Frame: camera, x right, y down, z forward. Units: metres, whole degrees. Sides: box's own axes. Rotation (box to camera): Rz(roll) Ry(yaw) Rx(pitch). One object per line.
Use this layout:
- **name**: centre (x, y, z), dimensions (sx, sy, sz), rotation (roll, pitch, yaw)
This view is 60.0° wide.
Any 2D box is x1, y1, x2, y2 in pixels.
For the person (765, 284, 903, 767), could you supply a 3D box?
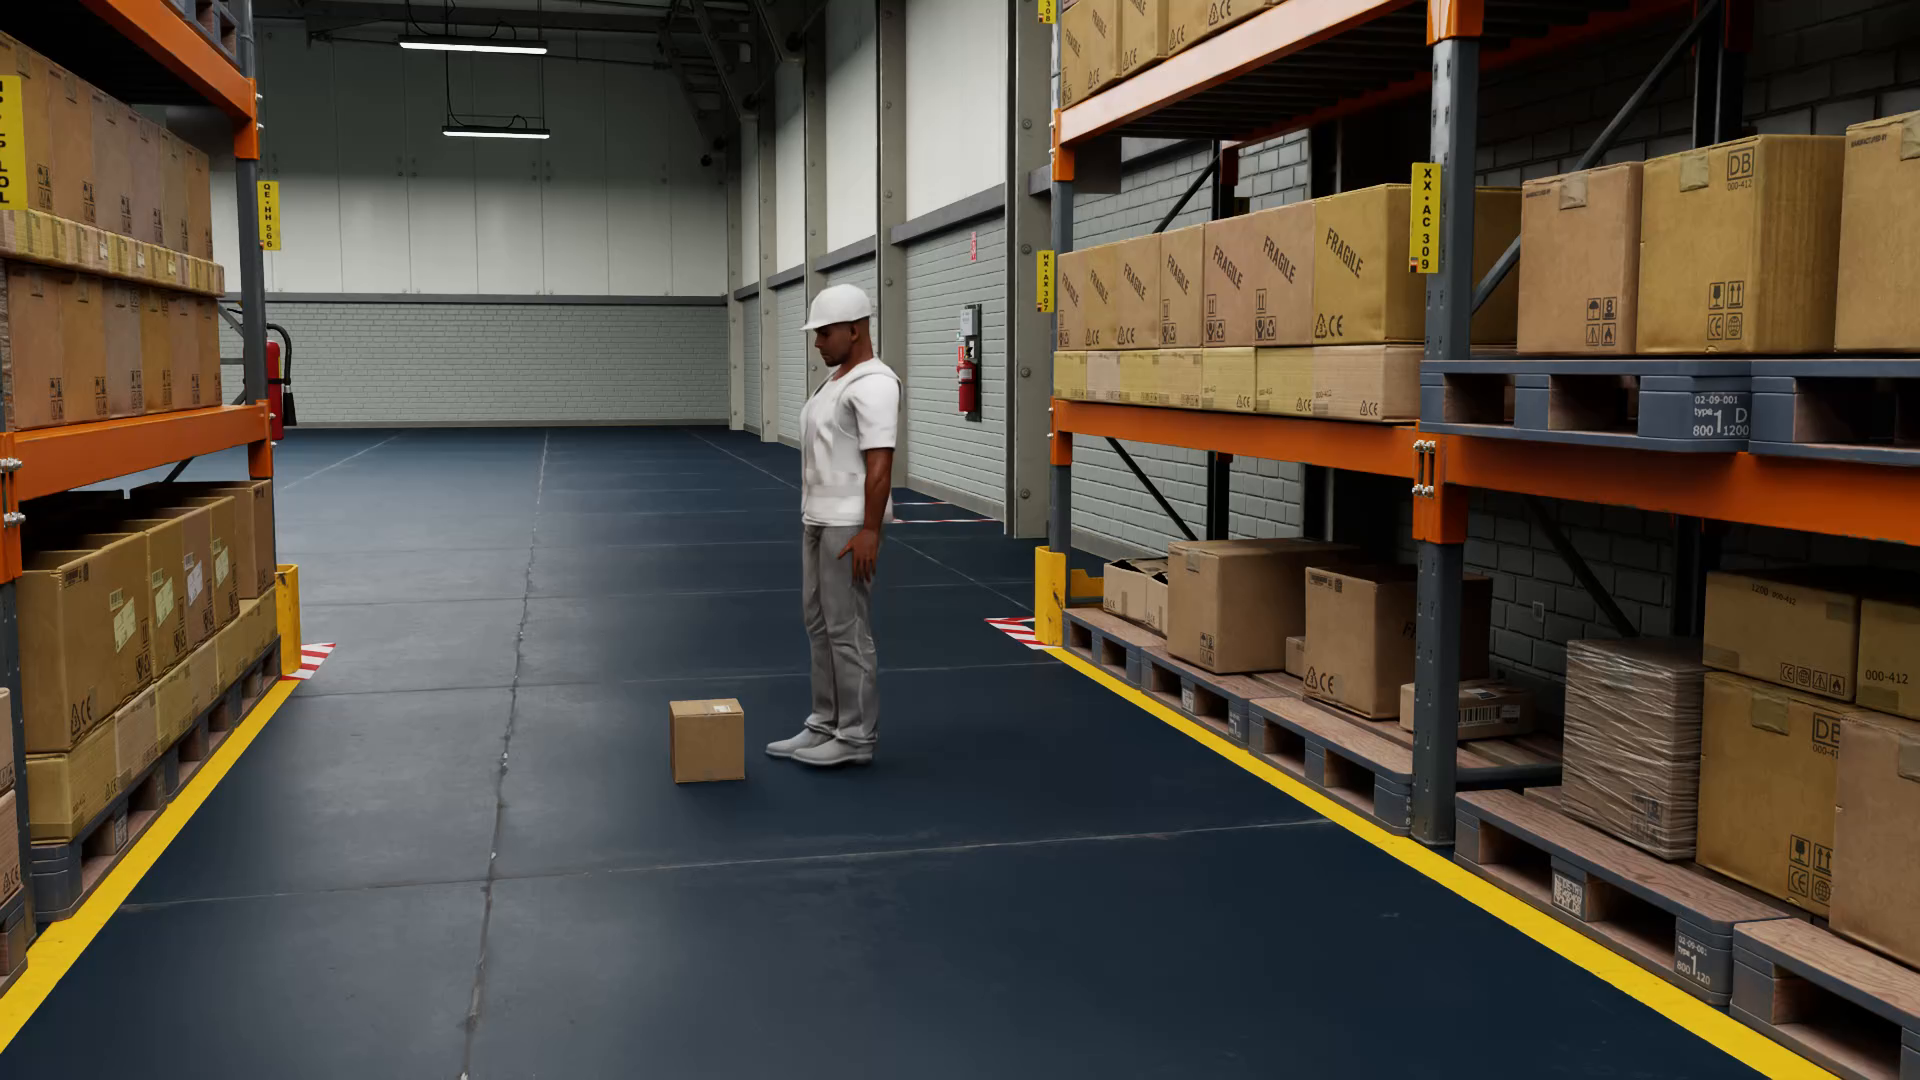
- **person**: centre (-0.471, -0.049, 6.169), dimensions (0.459, 1.783, 0.590), rotation (-2, 6, -18)
